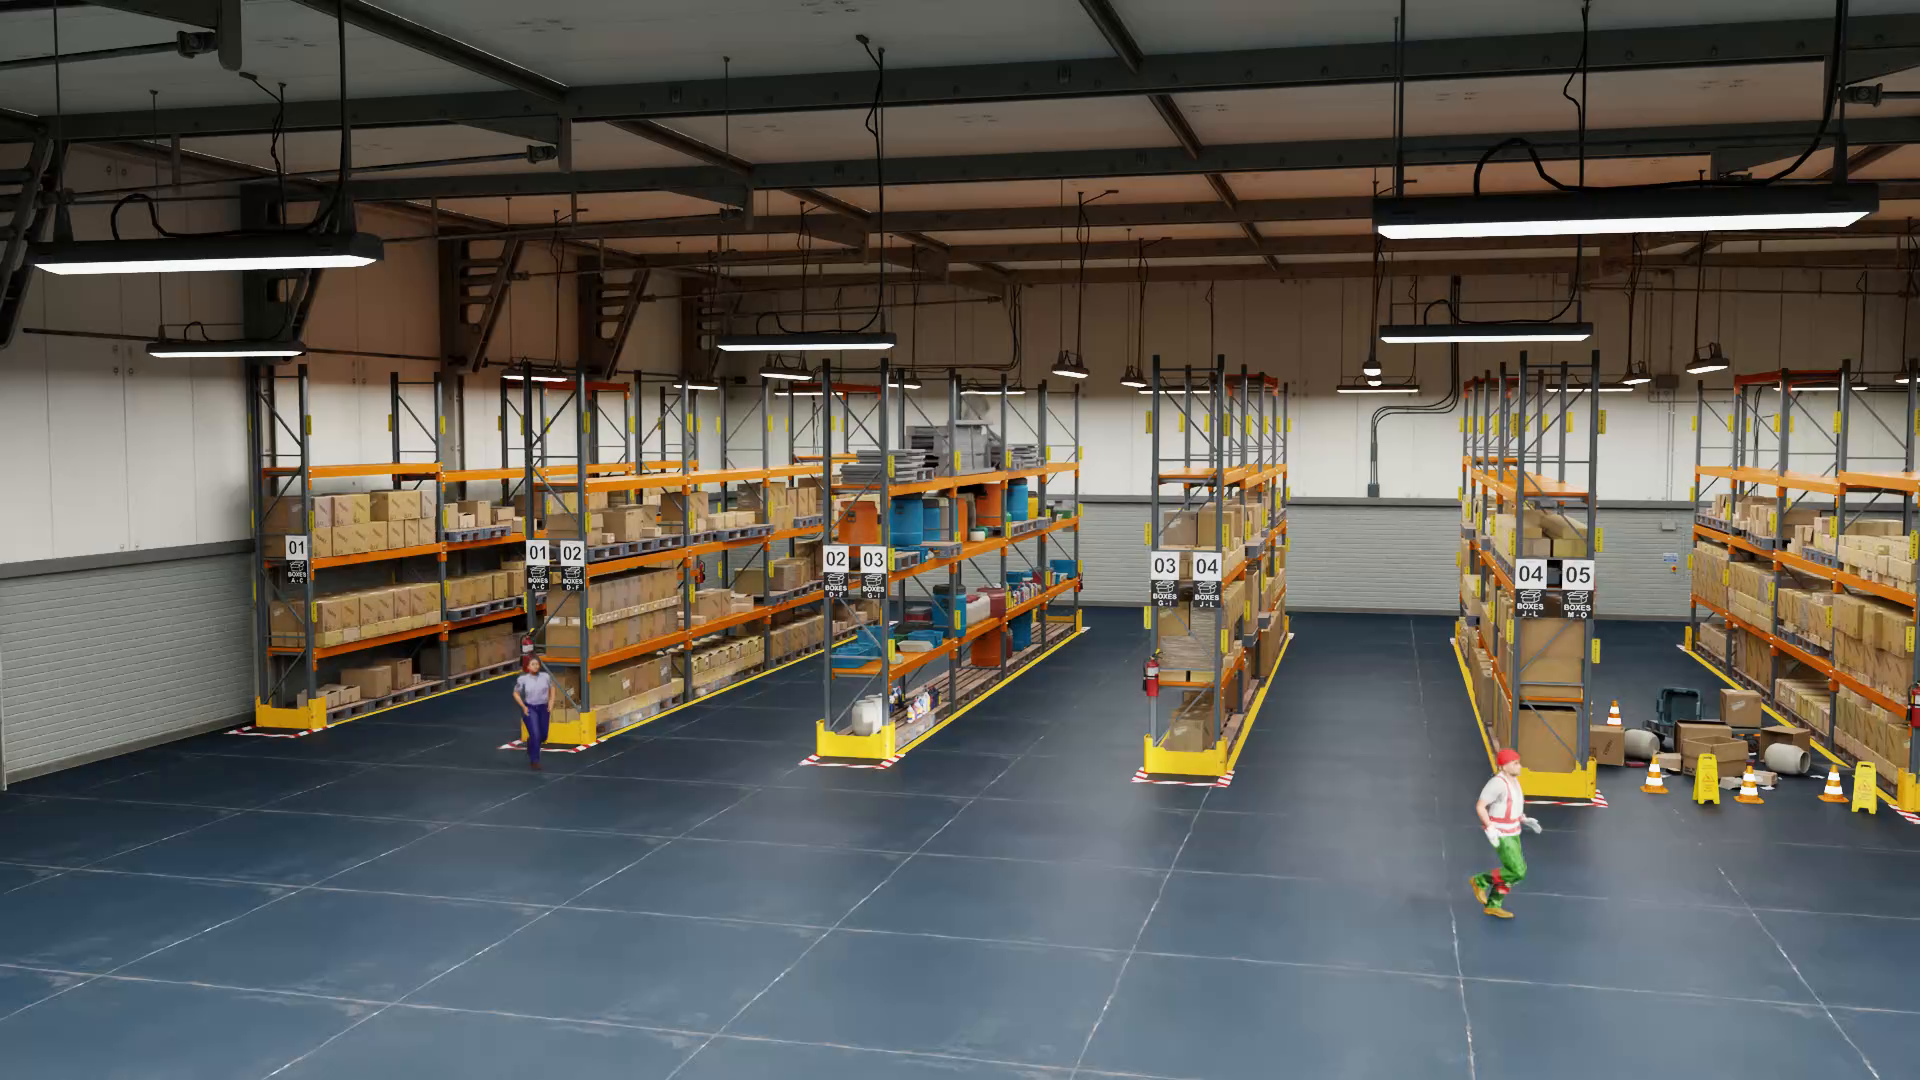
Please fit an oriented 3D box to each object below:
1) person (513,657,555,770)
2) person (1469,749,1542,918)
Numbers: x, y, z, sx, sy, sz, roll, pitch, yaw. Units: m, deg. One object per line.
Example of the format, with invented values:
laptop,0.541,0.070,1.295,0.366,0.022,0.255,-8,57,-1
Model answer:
person,-6.248,2.524,24.394,0.613,1.647,0.651,-3,5,-34
person,5.529,2.977,16.868,0.634,1.733,0.659,4,5,42
